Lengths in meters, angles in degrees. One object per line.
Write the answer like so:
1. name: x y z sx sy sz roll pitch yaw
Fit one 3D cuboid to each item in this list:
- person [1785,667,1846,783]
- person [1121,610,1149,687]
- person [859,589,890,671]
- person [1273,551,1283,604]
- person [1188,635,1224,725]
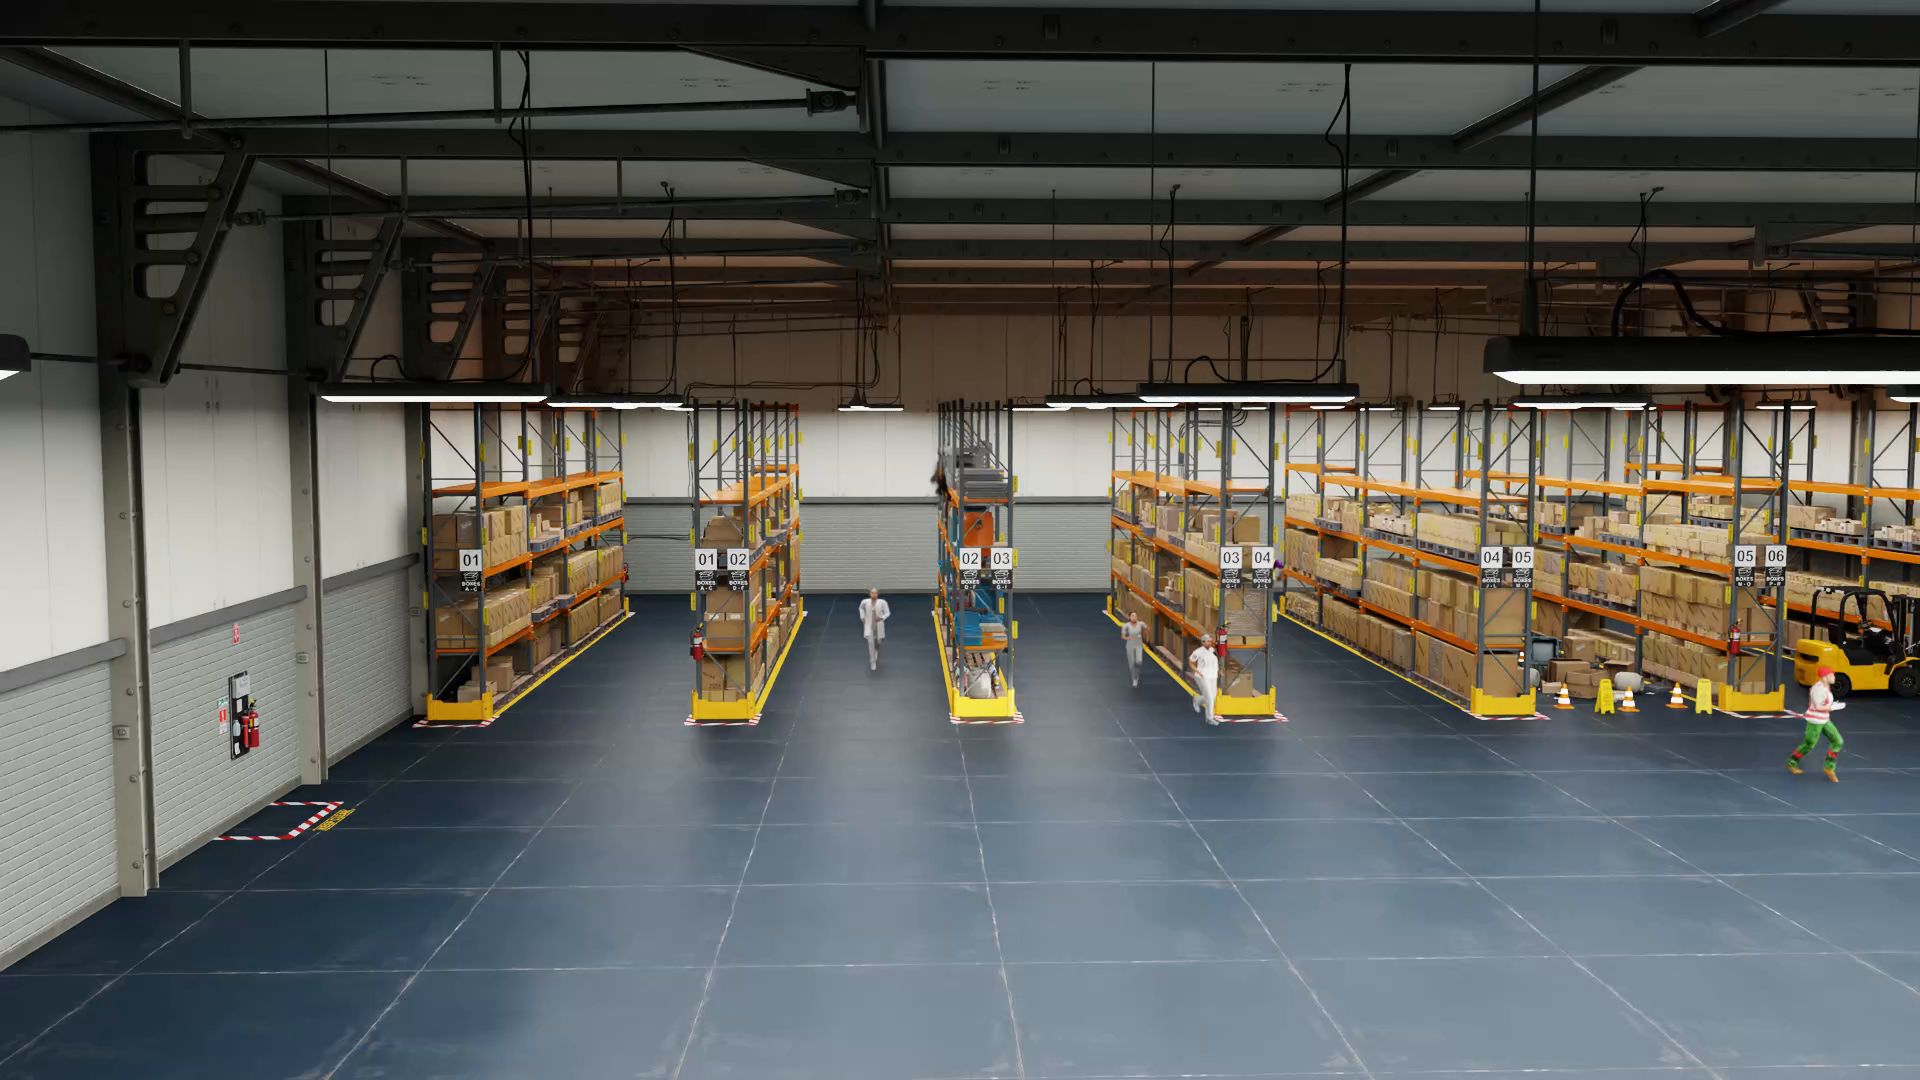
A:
1. person: 13.383 2.863 25.985 0.864 1.813 0.692 4 6 44
2. person: 3.650 2.258 34.598 0.596 1.619 0.759 0 4 2
3. person: -1.929 1.997 37.649 0.674 1.806 1.201 -1 4 -9
4. person: 9.017 1.163 48.484 0.861 1.795 0.762 -3 5 -30
5. person: 4.539 2.575 30.899 0.607 1.654 0.766 -3 5 -36
